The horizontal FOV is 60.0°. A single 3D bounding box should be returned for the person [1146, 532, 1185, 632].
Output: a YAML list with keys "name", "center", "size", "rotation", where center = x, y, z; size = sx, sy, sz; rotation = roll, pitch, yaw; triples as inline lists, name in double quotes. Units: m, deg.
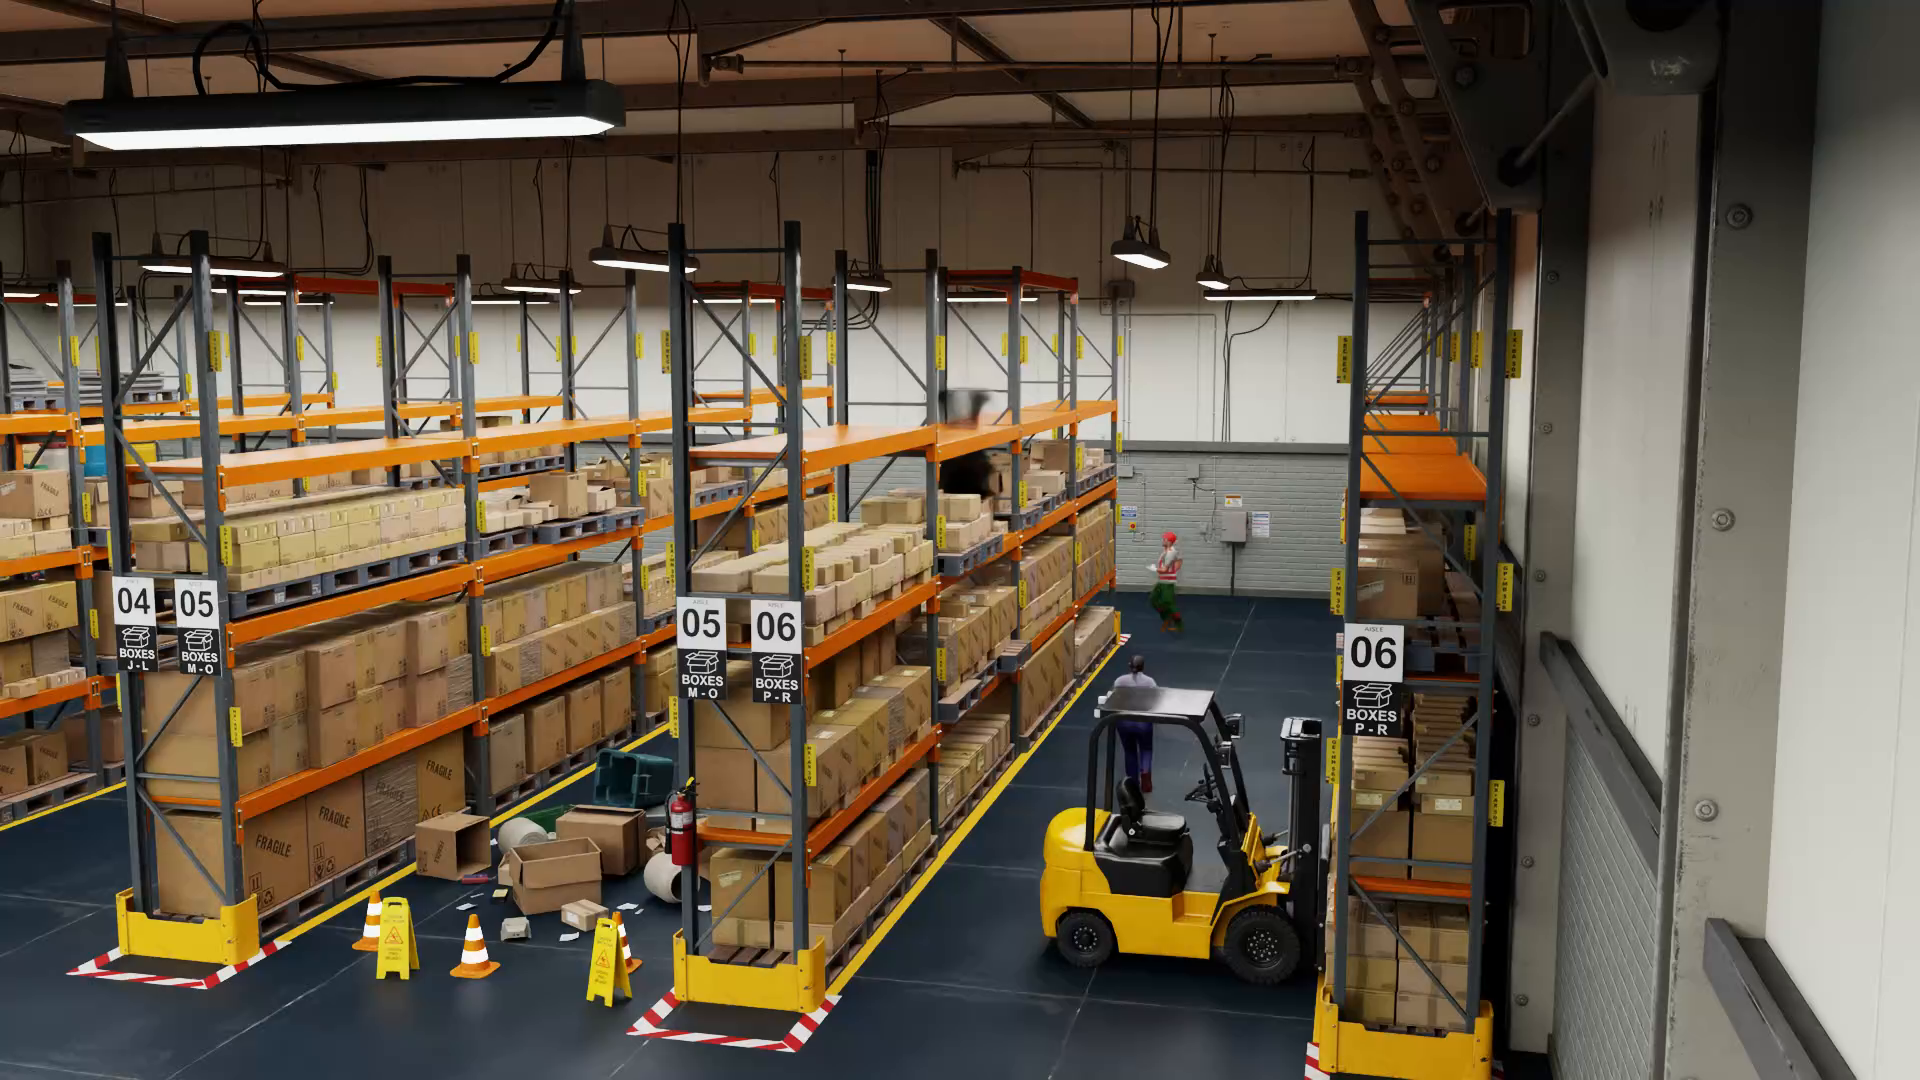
- name: "person"
  center: [3.583, 0.744, 29.005]
  size: [0.694, 1.783, 0.649]
  rotation: [1, 7, 7]

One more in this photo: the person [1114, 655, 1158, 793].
- name: "person"
  center: [1.984, 2.093, 18.788]
  size: [0.601, 1.616, 0.577]
  rotation: [2, 7, 16]
